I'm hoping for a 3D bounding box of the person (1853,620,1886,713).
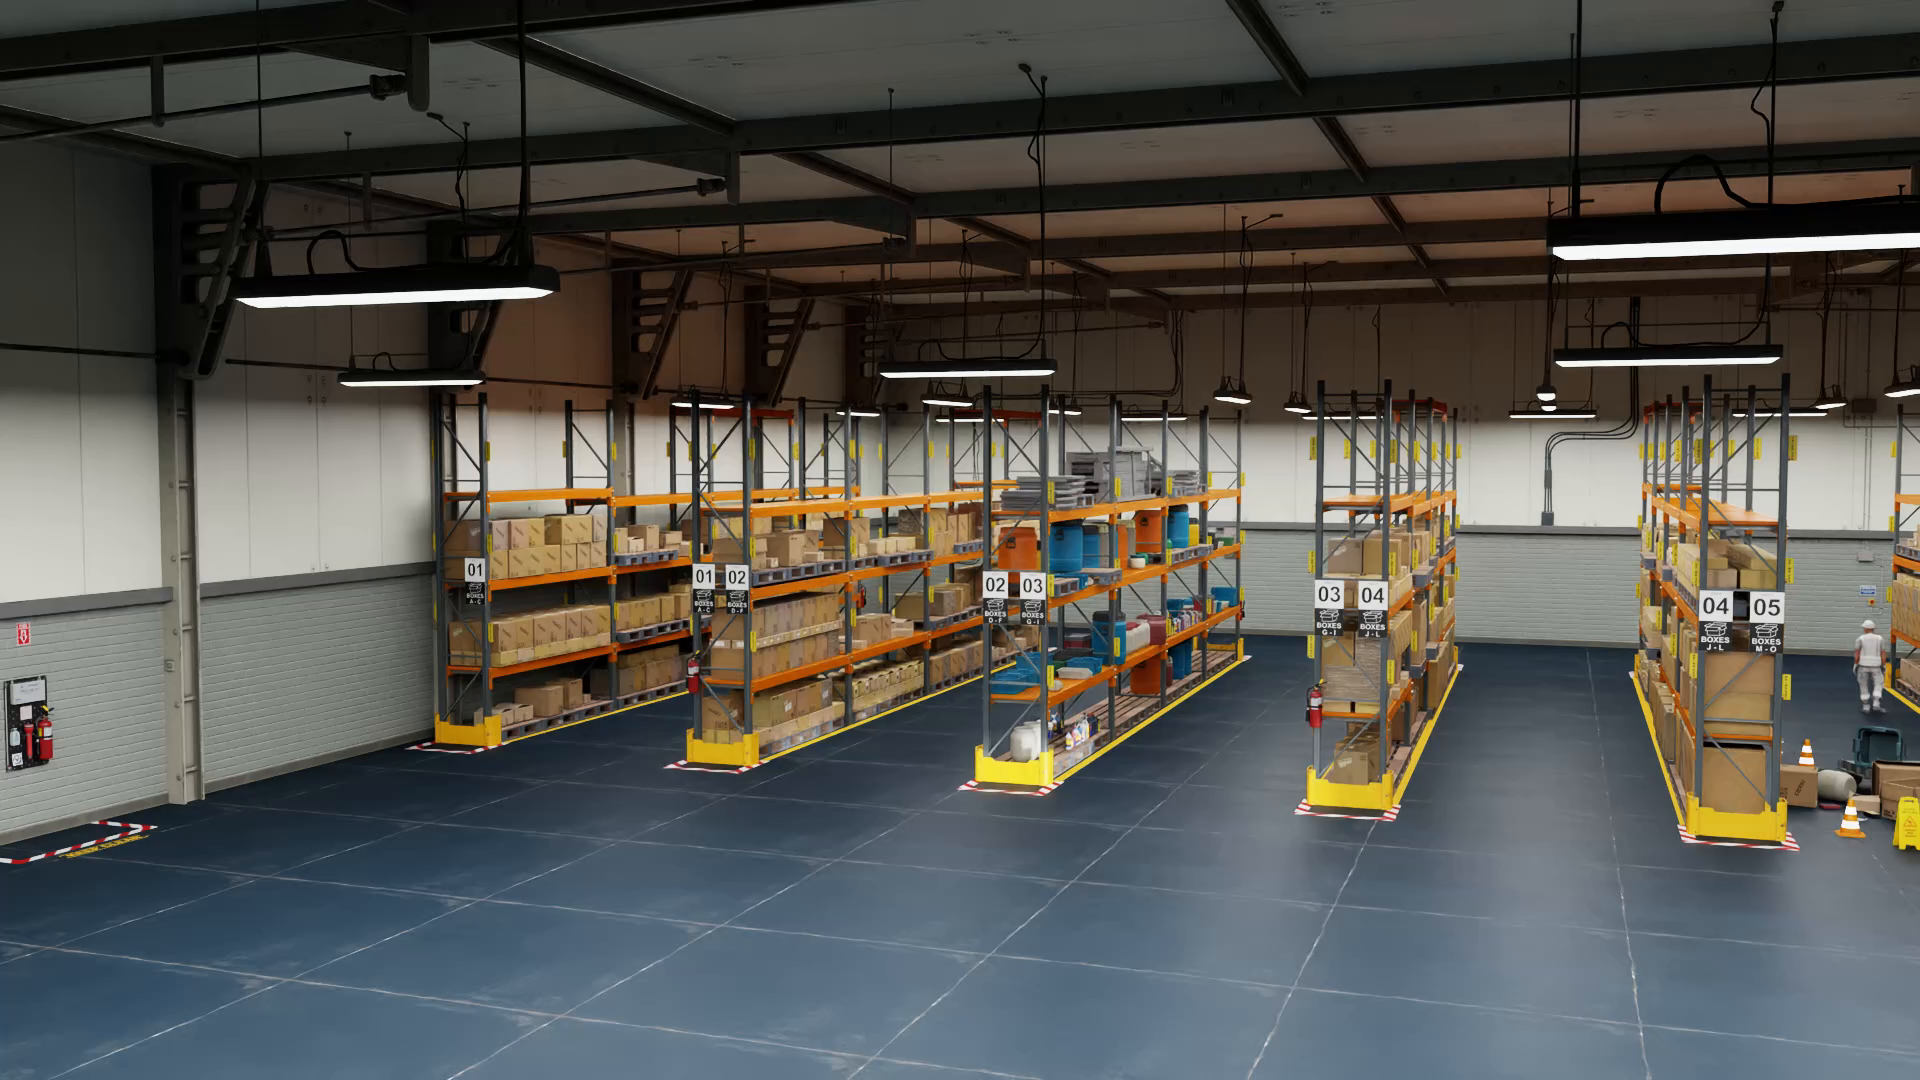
[{"bbox_3d":[17.389,2.424,31.771,0.573,1.787,0.551,1,3,19],"label":"person"}]

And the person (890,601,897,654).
[{"bbox_3d":[-1.344,2.131,38.282,0.704,1.673,0.636,1,3,18],"label":"person"}]
